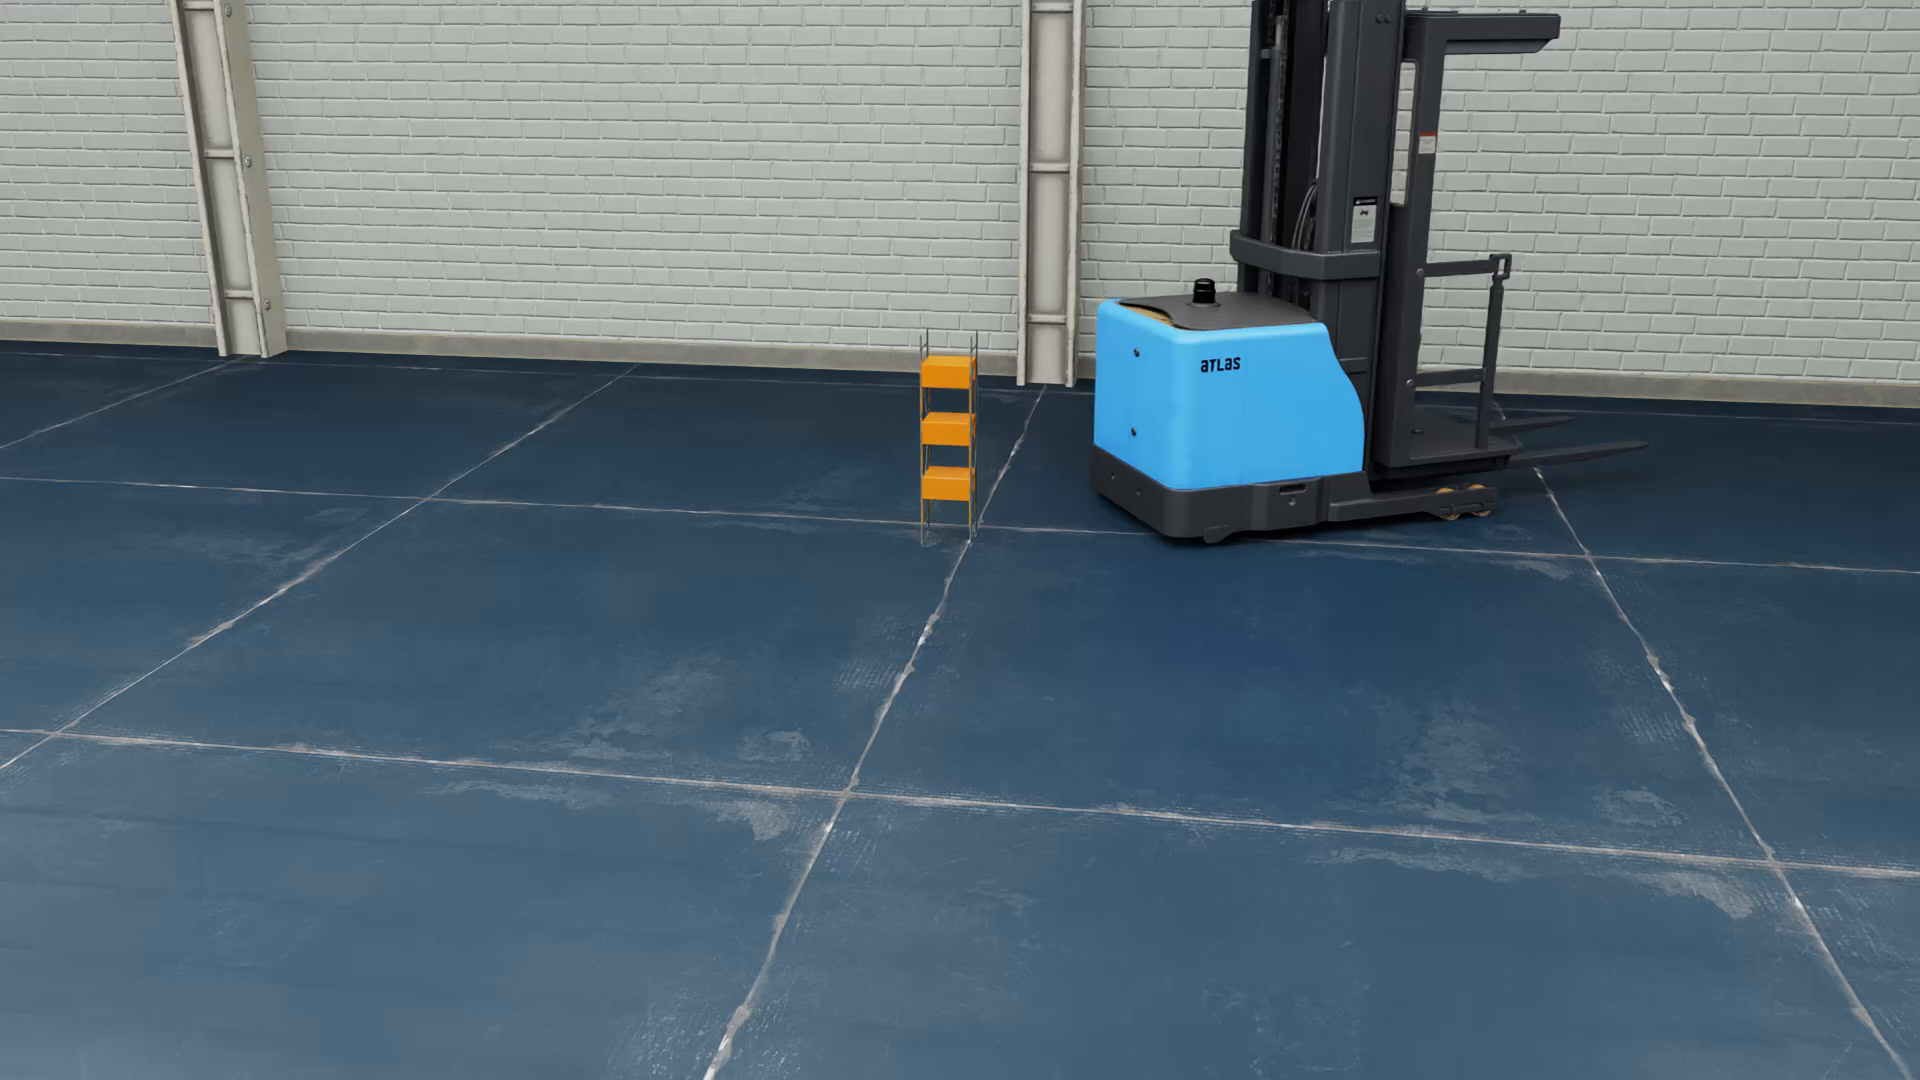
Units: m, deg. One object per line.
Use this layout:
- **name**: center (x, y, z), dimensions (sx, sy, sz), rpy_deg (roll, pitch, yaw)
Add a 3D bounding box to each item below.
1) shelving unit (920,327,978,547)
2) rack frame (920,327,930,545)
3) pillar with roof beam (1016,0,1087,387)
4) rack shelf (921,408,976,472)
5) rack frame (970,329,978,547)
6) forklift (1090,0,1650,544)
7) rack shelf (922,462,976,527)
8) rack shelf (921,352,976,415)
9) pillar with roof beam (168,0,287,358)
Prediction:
- **shelving unit**: center (-0.053, -0.501, 8.145), dimensions (0.252, 1.050, 0.215), rpy_deg (3, 19, 9)
- **rack frame**: center (-0.173, -0.507, 8.163), dimensions (0.008, 1.050, 0.200), rpy_deg (3, 19, 9)
- **pillar with roof beam**: center (-0.071, -4.029, 6.164), dimensions (0.400, 9.000, 9.100), rpy_deg (3, 19, 9)
- **rack shelf**: center (-0.053, -0.491, 8.148), dimensions (0.240, 0.259, 0.215), rpy_deg (3, 19, 9)
- **rack frame**: center (0.068, -0.494, 8.126), dimensions (0.008, 1.050, 0.200), rpy_deg (3, 19, 9)
- **forklift**: center (2.272, -1.641, 8.588), dimensions (3.031, 2.935, 1.130), rpy_deg (-7, 20, -19)
- **rack shelf**: center (-0.053, -0.227, 8.236), dimensions (0.240, 0.259, 0.215), rpy_deg (3, 19, 9)
- **rack shelf**: center (-0.053, -0.760, 8.058), dimensions (0.240, 0.259, 0.215), rpy_deg (3, 19, 9)
- **pillar with roof beam**: center (-5.996, -4.331, 7.066), dimensions (0.400, 9.000, 9.100), rpy_deg (3, 19, 9)
